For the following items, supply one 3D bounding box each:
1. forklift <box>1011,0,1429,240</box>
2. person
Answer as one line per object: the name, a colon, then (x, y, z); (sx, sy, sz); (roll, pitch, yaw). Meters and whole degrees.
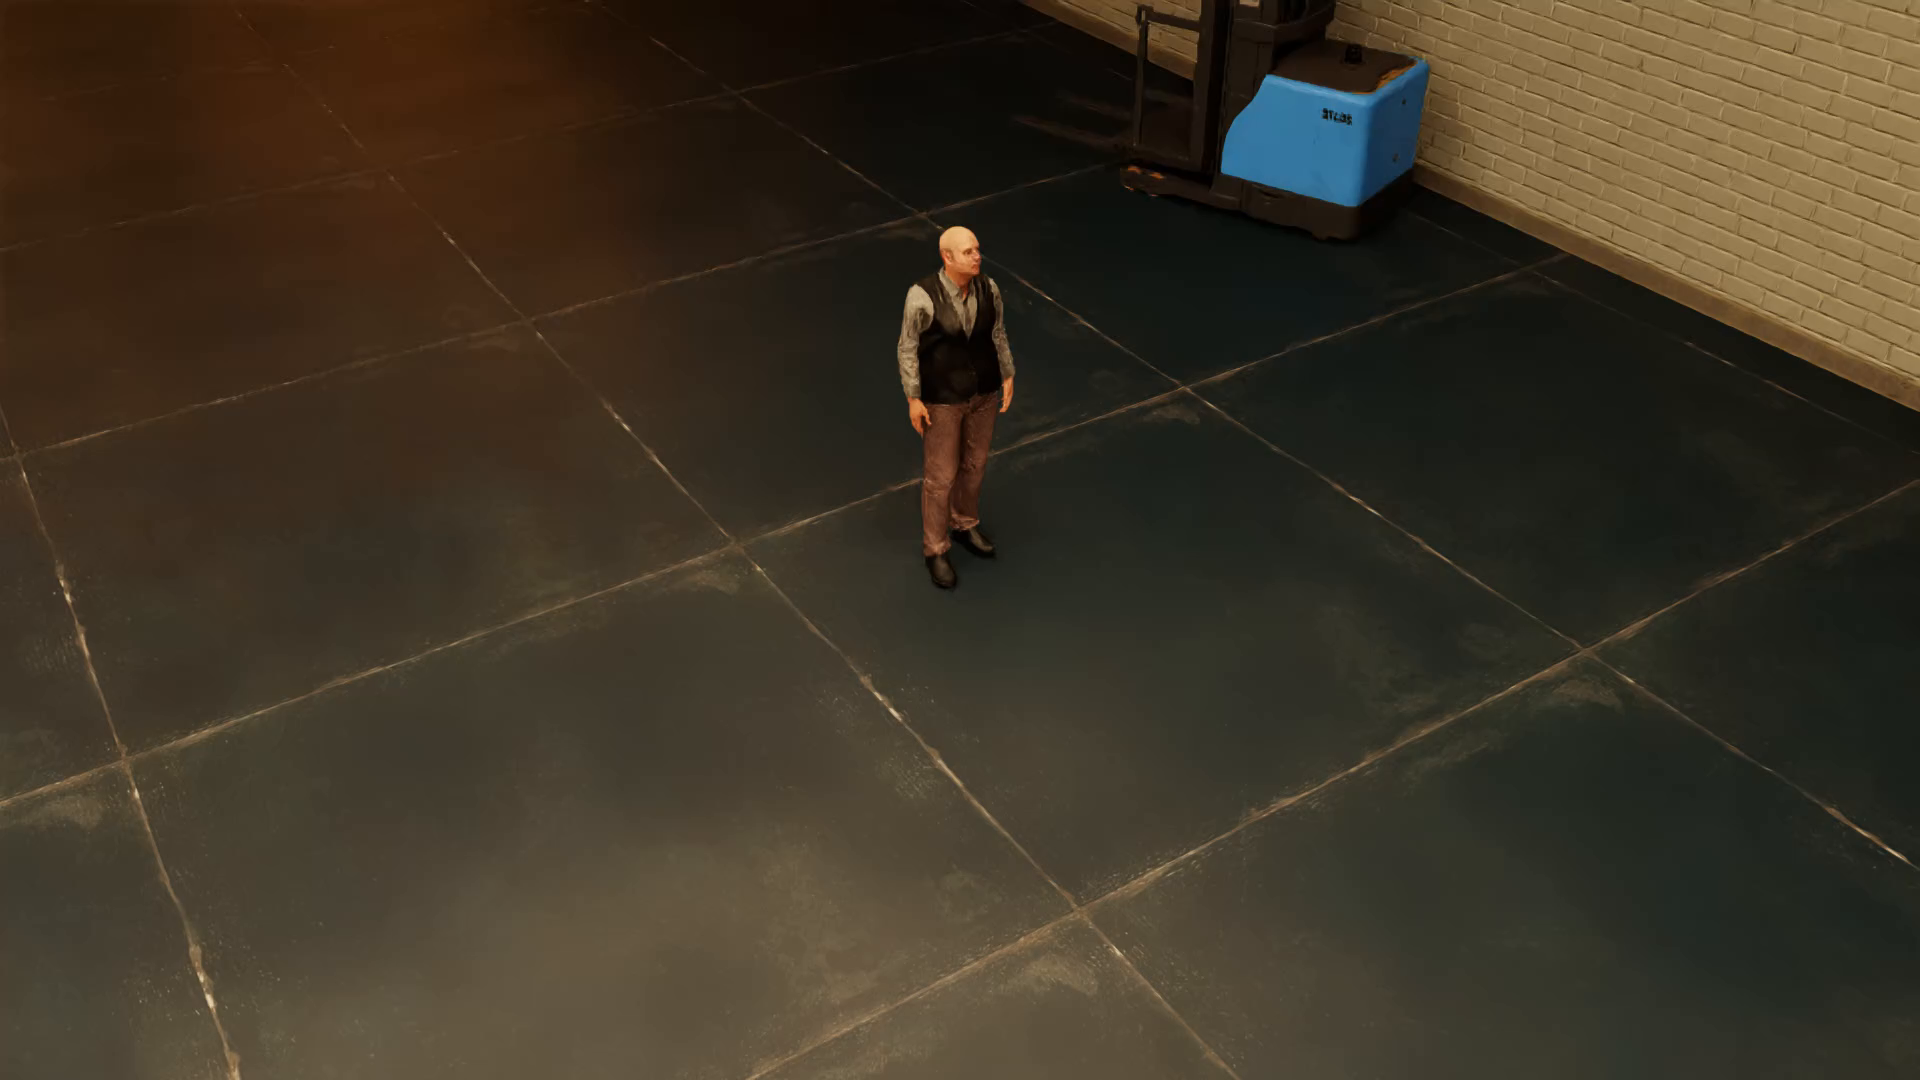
forklift: (1.808, -3.965, 11.790); (3.031, 2.935, 1.130); (23, 41, 29)
person: (0.027, -0.678, 8.152); (0.632, 1.720, 0.567); (-21, 40, -27)
